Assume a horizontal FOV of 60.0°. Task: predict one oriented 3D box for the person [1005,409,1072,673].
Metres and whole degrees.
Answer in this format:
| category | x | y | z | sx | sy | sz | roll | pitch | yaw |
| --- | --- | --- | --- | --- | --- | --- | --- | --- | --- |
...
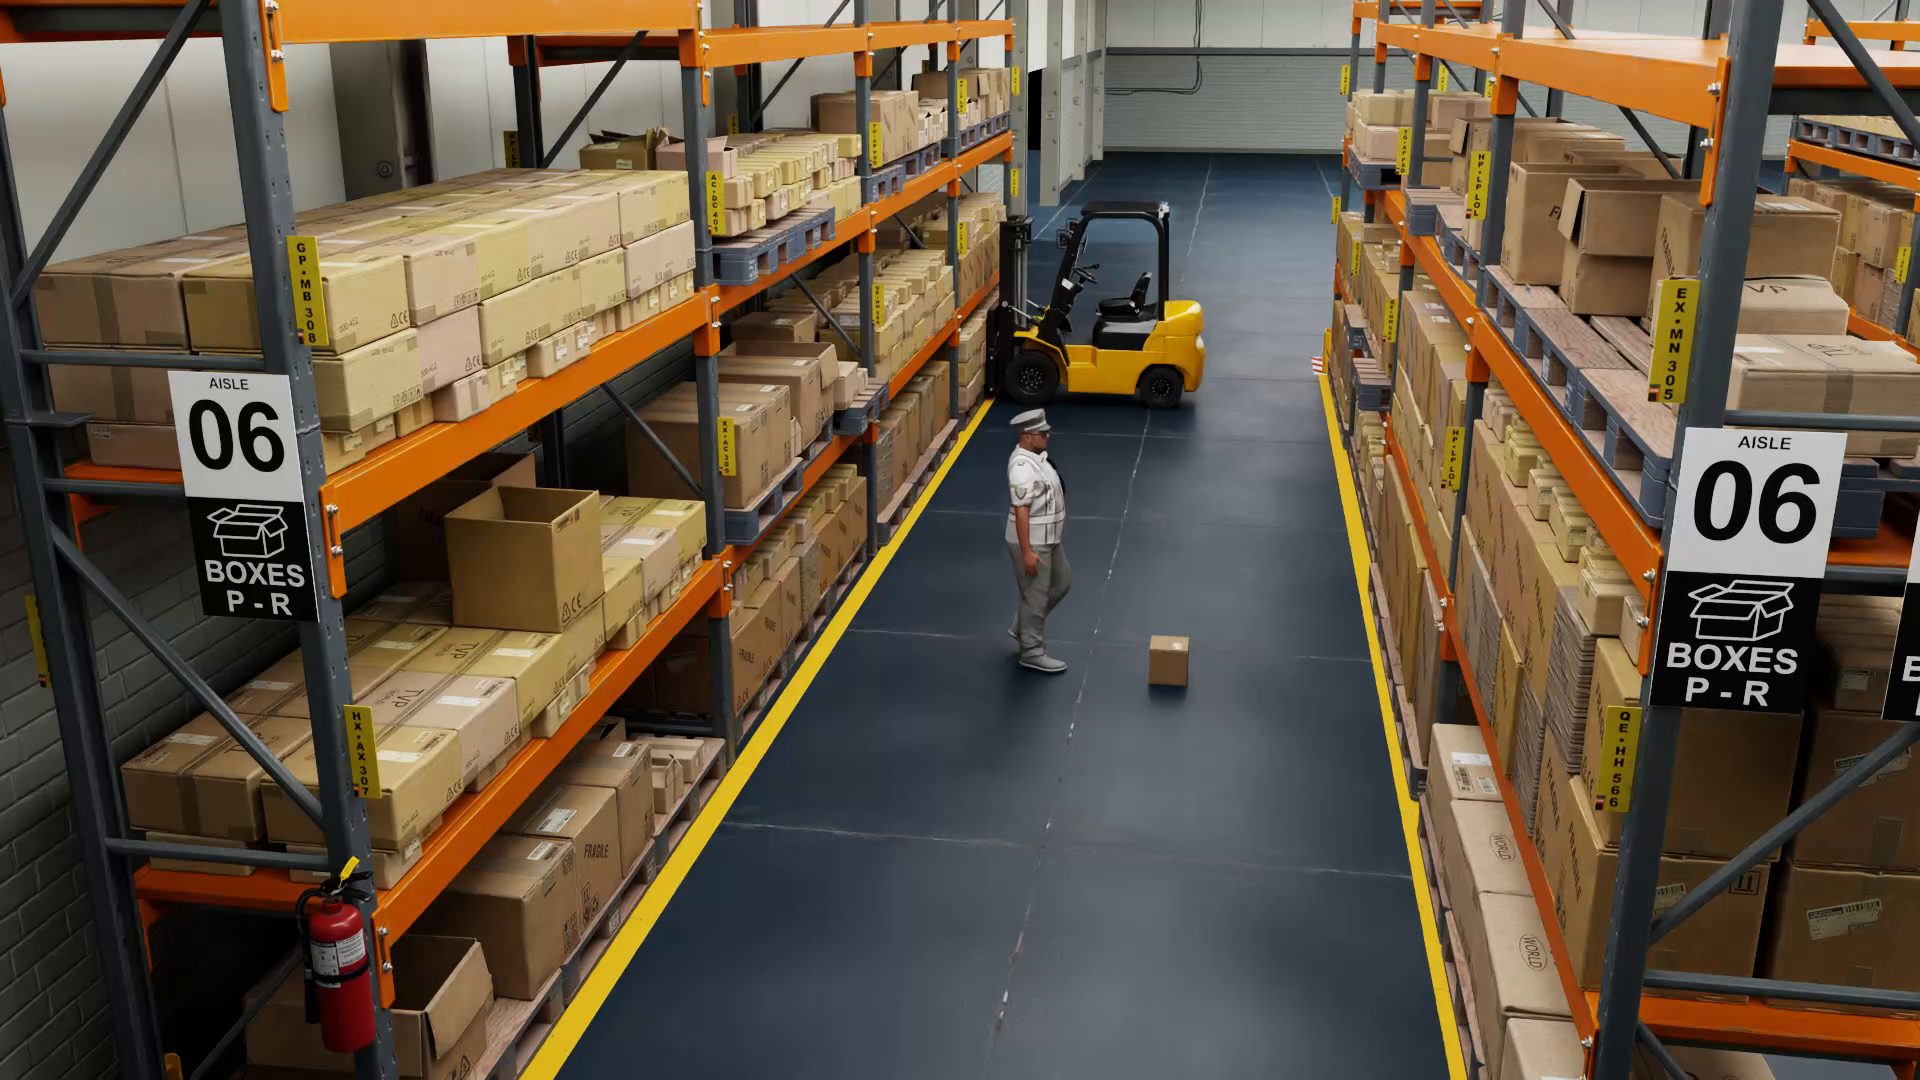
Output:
| category | x | y | z | sx | sy | sz | roll | pitch | yaw |
| --- | --- | --- | --- | --- | --- | --- | --- | --- | --- |
| person | 0.515 | 0.000 | 11.006 | 0.449 | 1.775 | 0.571 | 4 | 18 | 11 |
